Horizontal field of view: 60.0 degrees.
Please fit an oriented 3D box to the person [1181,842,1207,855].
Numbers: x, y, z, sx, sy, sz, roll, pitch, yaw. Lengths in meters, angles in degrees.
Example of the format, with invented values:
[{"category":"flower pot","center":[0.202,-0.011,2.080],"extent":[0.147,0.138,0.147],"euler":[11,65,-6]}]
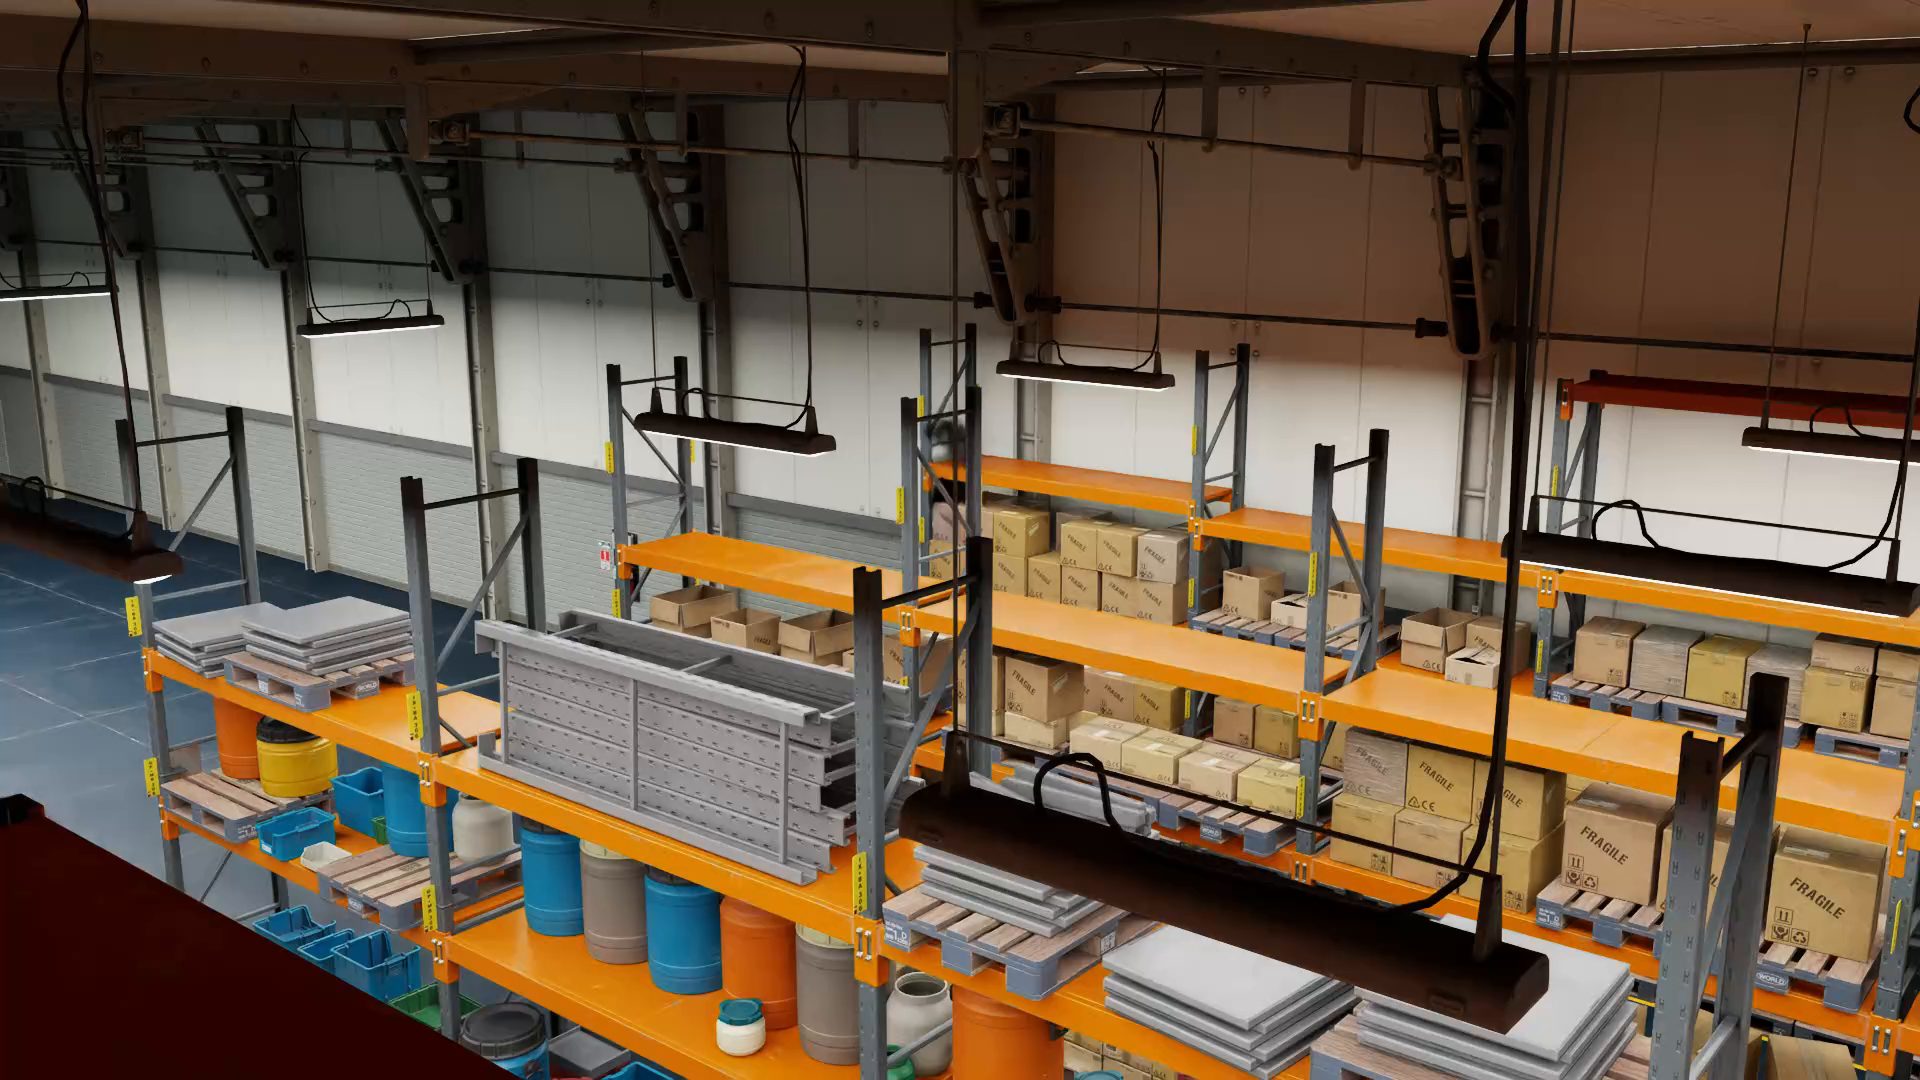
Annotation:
[{"category":"person","center":[2.354,3.669,16.195],"extent":[0.892,1.681,0.600],"euler":[6,14,26]}]
